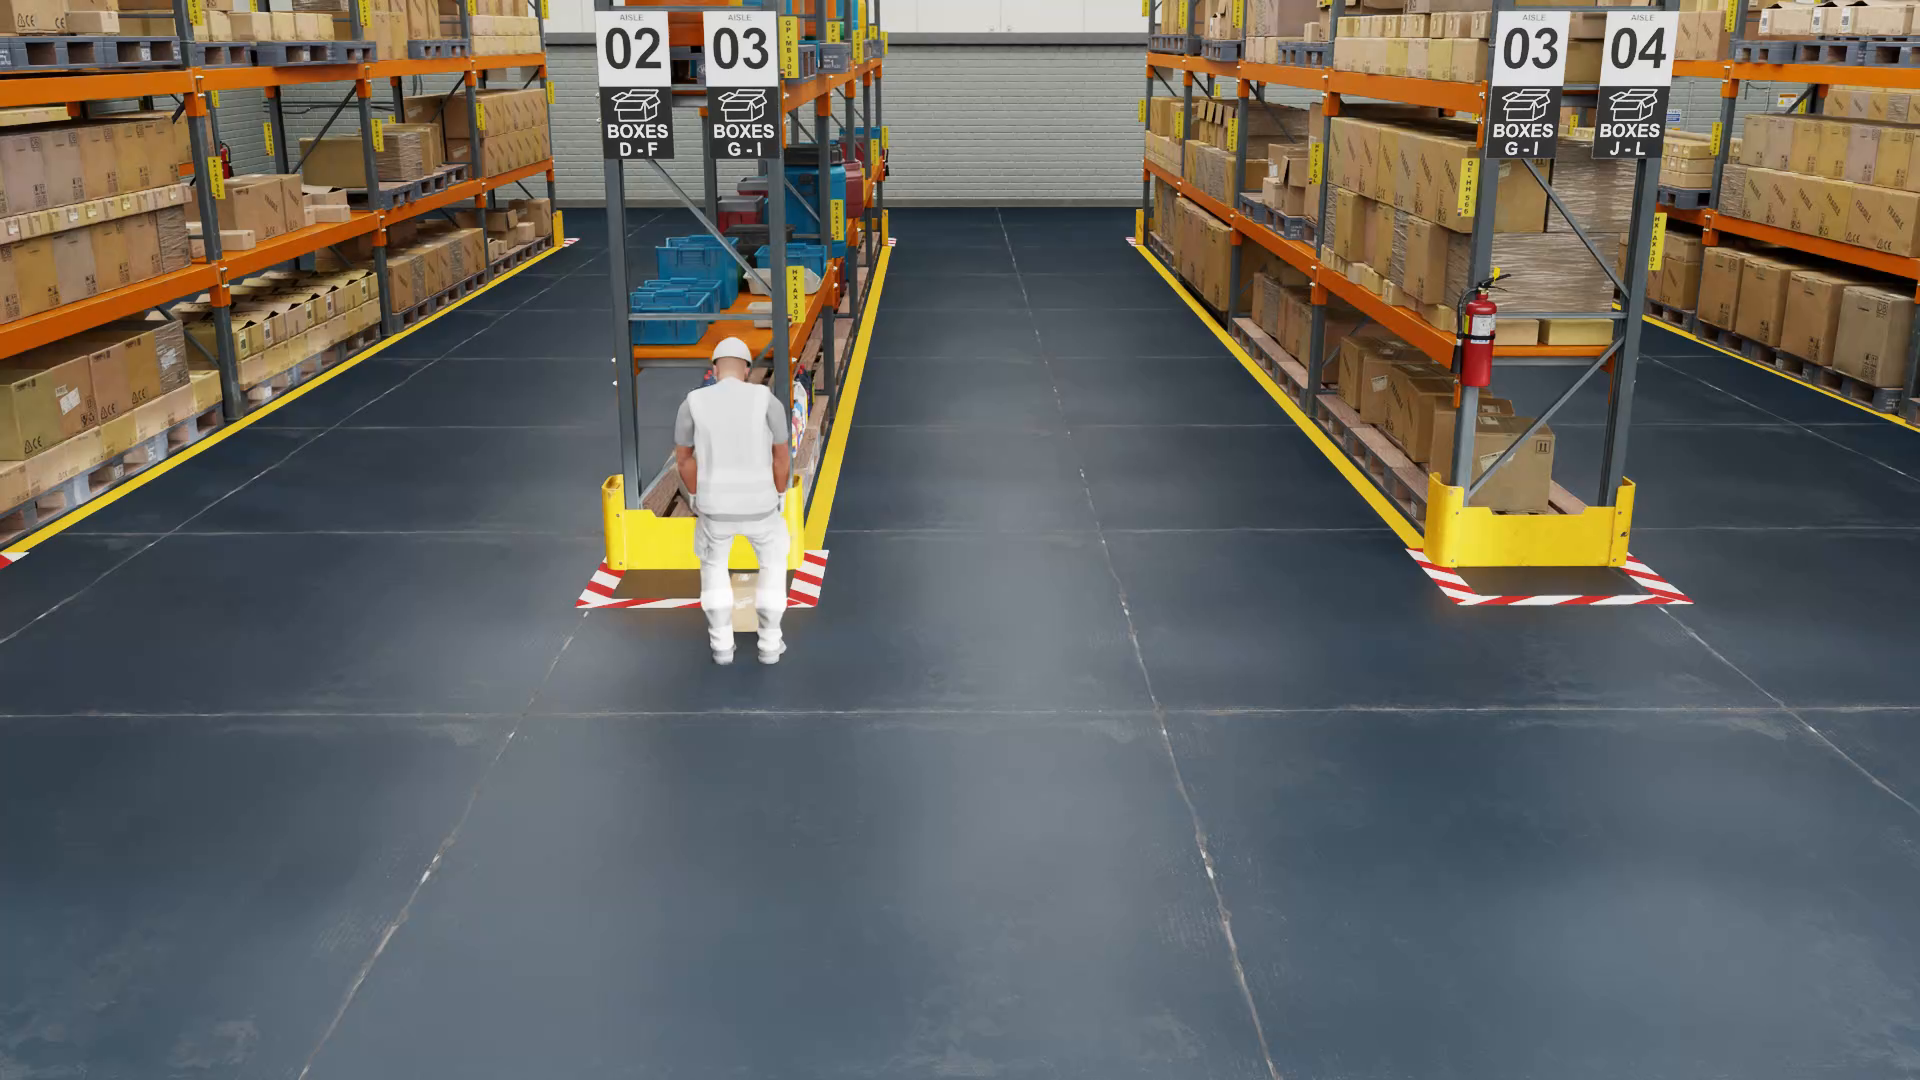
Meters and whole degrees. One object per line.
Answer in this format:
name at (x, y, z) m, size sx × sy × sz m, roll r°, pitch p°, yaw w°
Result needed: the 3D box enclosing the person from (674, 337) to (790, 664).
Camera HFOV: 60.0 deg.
person at (-1.142, -0.191, 8.411) m, size 0.568 × 1.627 × 0.602 m, roll 0°, pitch 17°, yaw 0°
